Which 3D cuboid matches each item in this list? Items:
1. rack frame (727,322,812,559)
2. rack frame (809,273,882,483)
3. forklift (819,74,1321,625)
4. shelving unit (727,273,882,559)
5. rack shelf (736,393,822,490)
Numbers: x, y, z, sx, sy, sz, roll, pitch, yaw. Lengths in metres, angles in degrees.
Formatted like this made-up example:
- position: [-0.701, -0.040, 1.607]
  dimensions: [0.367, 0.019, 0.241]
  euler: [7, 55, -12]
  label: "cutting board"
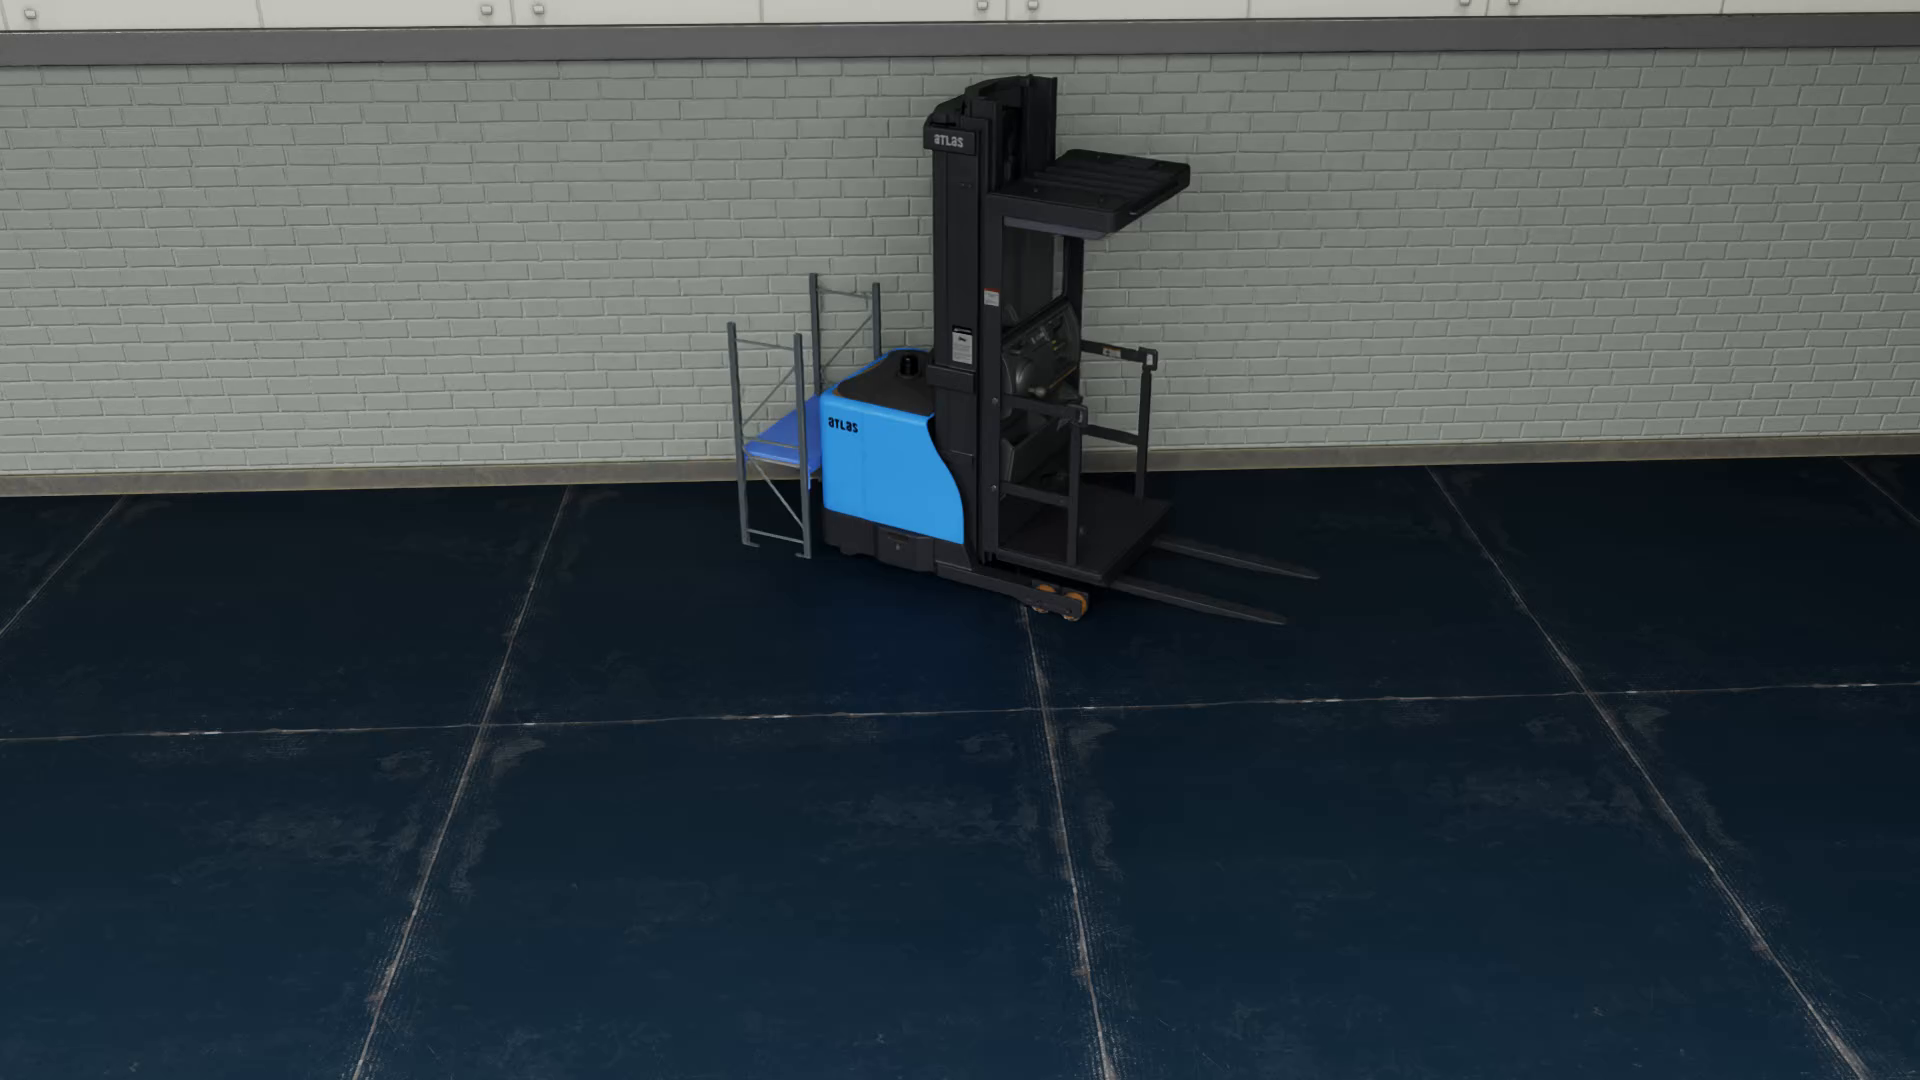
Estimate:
- position: [-1.169, -0.598, 10.275]
  dimensions: [0.500, 1.500, 0.032]
  euler: [12, 30, 22]
  label: "rack frame"
- position: [-0.748, -1.026, 11.095]
  dimensions: [0.500, 1.500, 0.032]
  euler: [12, 30, 22]
  label: "rack frame"
- position: [0.662, -1.102, 9.693]
  dimensions: [3.031, 2.935, 1.130]
  euler: [14, 31, 25]
  label: "forklift"
- position: [-0.959, -0.812, 10.685]
  dimensions: [0.538, 1.500, 1.048]
  euler: [12, 30, 22]
  label: "shelving unit"
- position: [-0.959, -0.653, 10.768]
  dimensions: [0.538, 0.185, 1.000]
  euler: [12, 30, 22]
  label: "rack shelf"
